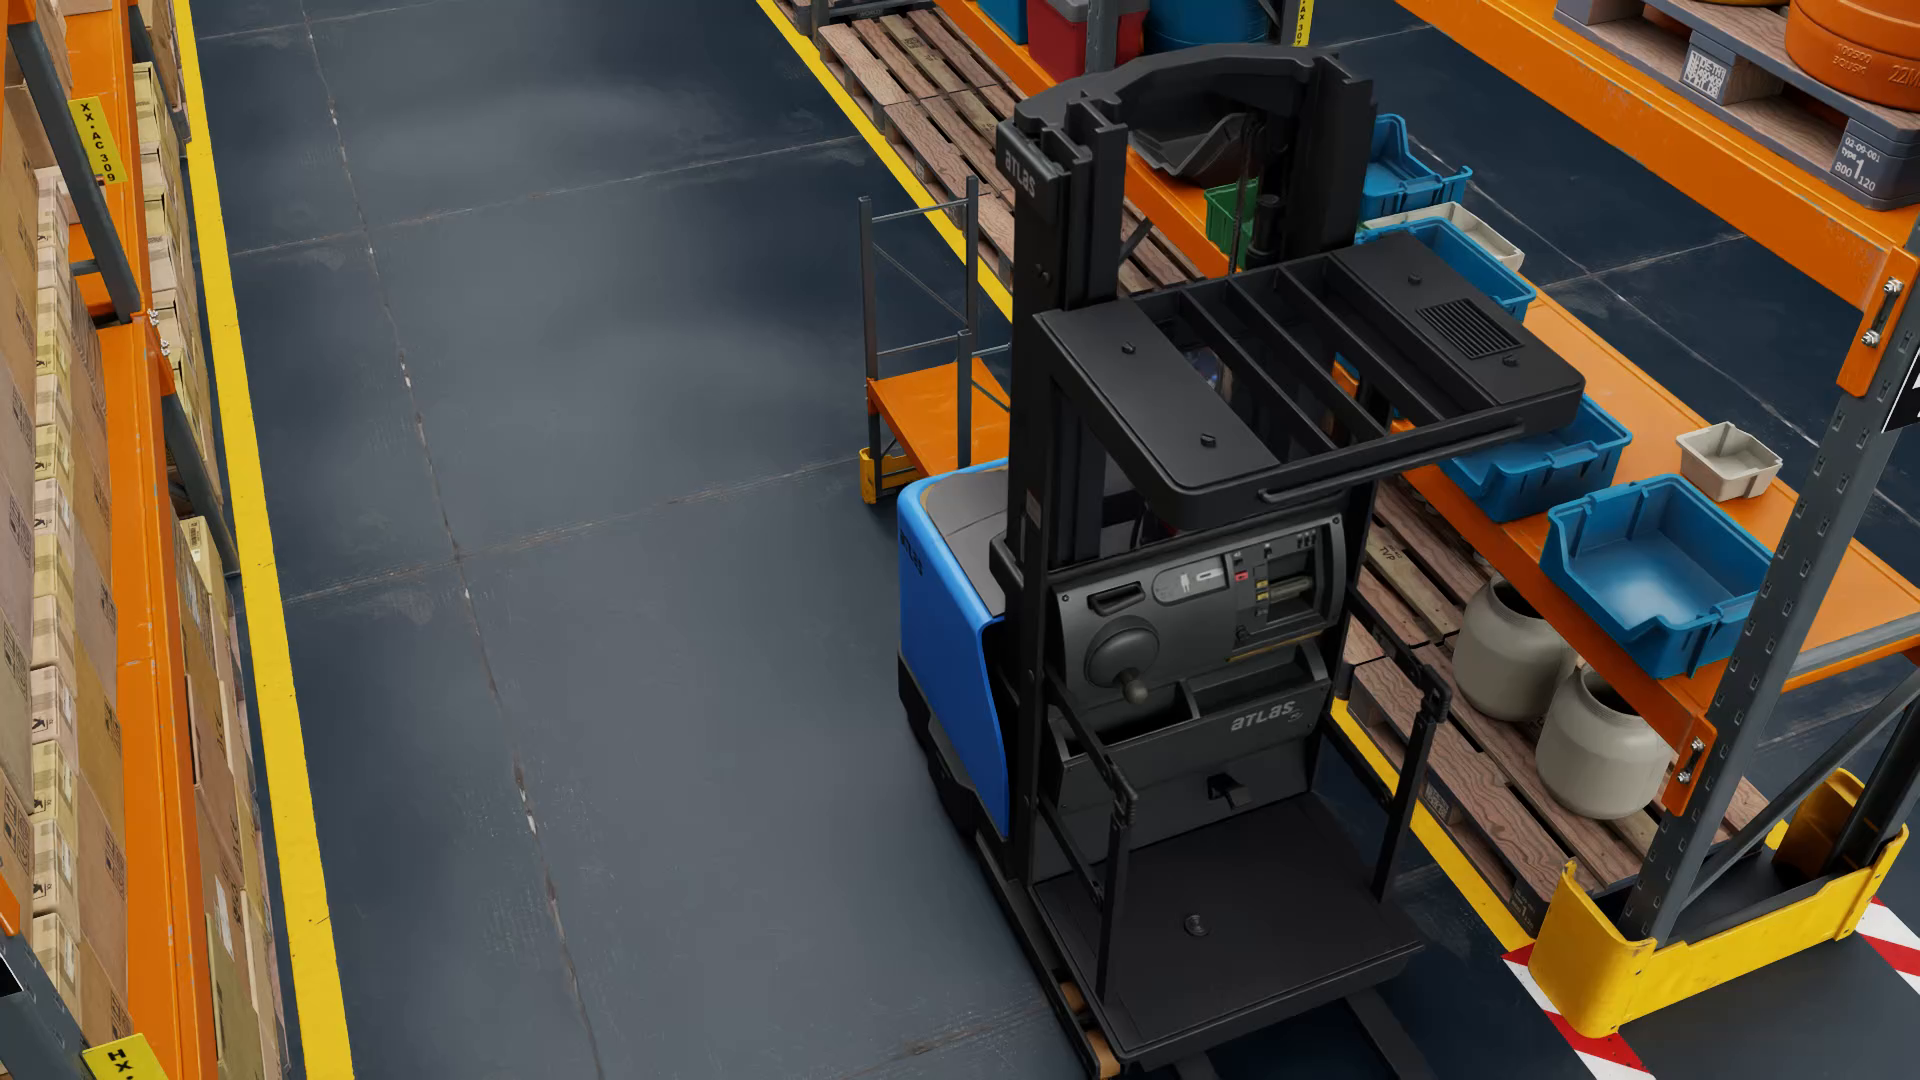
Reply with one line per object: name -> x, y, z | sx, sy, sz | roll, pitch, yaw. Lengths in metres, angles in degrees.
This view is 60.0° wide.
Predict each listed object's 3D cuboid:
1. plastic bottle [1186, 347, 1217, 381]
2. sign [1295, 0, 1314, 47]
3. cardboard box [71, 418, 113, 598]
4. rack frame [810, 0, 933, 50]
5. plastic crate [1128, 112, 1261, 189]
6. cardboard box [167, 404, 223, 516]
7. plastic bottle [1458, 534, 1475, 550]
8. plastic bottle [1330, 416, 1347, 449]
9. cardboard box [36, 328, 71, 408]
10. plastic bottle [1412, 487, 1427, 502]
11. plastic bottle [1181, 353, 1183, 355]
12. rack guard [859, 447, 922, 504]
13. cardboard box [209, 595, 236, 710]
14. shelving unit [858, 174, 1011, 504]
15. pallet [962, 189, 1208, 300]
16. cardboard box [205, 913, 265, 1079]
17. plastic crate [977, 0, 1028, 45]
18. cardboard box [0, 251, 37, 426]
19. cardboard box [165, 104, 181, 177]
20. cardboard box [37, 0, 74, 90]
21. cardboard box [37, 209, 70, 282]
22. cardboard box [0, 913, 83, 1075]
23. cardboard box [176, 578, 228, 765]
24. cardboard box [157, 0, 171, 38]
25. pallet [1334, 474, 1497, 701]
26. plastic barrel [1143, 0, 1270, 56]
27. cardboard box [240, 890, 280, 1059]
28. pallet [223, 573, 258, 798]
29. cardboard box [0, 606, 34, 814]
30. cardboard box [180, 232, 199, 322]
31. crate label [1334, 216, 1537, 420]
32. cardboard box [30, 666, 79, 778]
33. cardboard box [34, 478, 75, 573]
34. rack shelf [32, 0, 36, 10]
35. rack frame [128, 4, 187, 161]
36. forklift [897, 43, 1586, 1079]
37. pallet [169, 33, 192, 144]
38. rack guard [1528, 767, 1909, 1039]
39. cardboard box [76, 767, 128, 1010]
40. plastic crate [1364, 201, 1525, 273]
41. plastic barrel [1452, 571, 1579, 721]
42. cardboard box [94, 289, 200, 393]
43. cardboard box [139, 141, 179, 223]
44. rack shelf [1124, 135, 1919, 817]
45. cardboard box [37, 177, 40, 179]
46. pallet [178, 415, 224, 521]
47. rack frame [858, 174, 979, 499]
plastic bottle -> 1.091, -0.746, 7.511 | 0.144, 0.351, 0.185 | -15, 43, -17
sign -> 1.545, -2.373, 7.496 | 0.100, 0.325, 0.005 | -15, 43, -17
cardboard box -> -2.974, -0.057, 4.938 | 0.700, 0.500, 0.500 | -14, 43, -16
rack frame -> -0.498, -4.547, 10.237 | 1.000, 3.000, 0.127 | -15, 43, -17
plastic crate -> 1.115, -1.767, 7.051 | 0.767, 0.338, 0.504 | -15, 43, -17
cardboard box -> -3.471, -0.325, 7.114 | 0.500, 0.250, 0.500 | -16, 43, -18
plastic bottle -> 2.117, -0.066, 6.835 | 0.097, 0.201, 0.097 | 0, 41, 0
plastic bottle -> 1.702, -0.522, 7.302 | 0.061, 0.283, 0.133 | -15, 43, -17
cardboard box -> -2.856, -0.464, 4.915 | 0.380, 0.149, 0.250 | -15, 43, -17
plastic bottle -> 1.987, -0.297, 7.049 | 0.097, 0.271, 0.097 | 0, 41, 0
plastic bottle -> 0.958, -0.710, 7.469 | 0.144, 0.351, 0.185 | -14, 43, -16
rack guard -> -0.161, -0.349, 7.464 | 0.587, 0.250, 0.087 | -15, 43, -17
cardboard box -> -2.984, 0.508, 6.145 | 0.500, 0.250, 0.500 | -15, 43, -17
shelving unit -> 0.029, -0.523, 6.708 | 0.587, 1.500, 1.083 | -15, 43, -17
pallet -> 0.696, -1.543, 8.883 | 1.003, 0.211, 1.213 | -15, 43, -17
cardboard box -> -2.208, 1.426, 4.503 | 0.500, 0.500, 0.500 | -15, 43, -17
plastic crate -> 0.323, -2.718, 8.122 | 0.392, 0.384, 0.575 | -15, 43, -17
cardboard box -> -2.985, -0.562, 4.531 | 0.700, 0.500, 0.500 | -15, 43, -17
cardboard box -> -4.650, -2.174, 9.264 | 0.500, 0.250, 0.500 | -14, 43, -16
cardboard box -> -4.419, -2.344, 7.599 | 0.500, 0.500, 0.500 | -17, 44, -19
cardboard box -> -3.151, -0.928, 5.454 | 0.380, 0.149, 0.250 | -16, 43, -18
cardboard box -> -1.966, 0.932, 3.291 | 0.380, 0.149, 0.250 | -15, 43, -17
cardboard box -> -2.791, 0.525, 5.551 | 0.500, 0.500, 0.500 | -15, 43, -17
cardboard box -> -5.379, -3.495, 10.594 | 0.500, 0.500, 0.500 | -16, 43, -17
pallet -> 1.721, 0.071, 7.005 | 1.003, 0.211, 1.213 | -15, 43, -17
plastic barrel -> 1.164, -2.635, 7.630 | 0.600, 0.901, 0.708 | -15, 43, -17
cardboard box -> -2.401, 1.409, 5.098 | 0.500, 0.250, 0.500 | -15, 43, -17
pallet -> -3.280, 0.643, 6.340 | 1.003, 0.211, 1.213 | -15, 43, -17
cardboard box -> -2.409, 0.344, 3.477 | 0.700, 0.500, 0.500 | -16, 43, -18
cardboard box -> -4.060, -1.251, 8.191 | 0.500, 0.250, 0.500 | -14, 43, -16
crate label -> 1.608, -0.782, 5.832 | 0.502, 0.435, 0.616 | -15, 43, -17
cardboard box -> -2.259, 0.470, 3.828 | 0.380, 0.149, 0.250 | -16, 43, -18
cardboard box -> -2.554, 0.006, 4.368 | 0.380, 0.149, 0.250 | -15, 43, -16
rack shelf -> -4.311, -2.973, 6.658 | 1.077, 0.370, 4.000 | -15, 43, -17
rack frame -> -5.076, -3.313, 8.802 | 1.000, 3.000, 0.127 | -15, 43, -17
forklift -> 0.794, 0.275, 4.682 | 1.130, 2.935, 3.031 | -15, 43, -17
pallet -> -5.327, -2.715, 10.246 | 1.003, 0.211, 1.213 | -15, 43, -17
rack guard -> 2.490, 1.186, 5.487 | 1.175, 0.500, 0.348 | -15, 43, -17
cardboard box -> -2.387, 0.868, 3.863 | 0.700, 0.500, 0.500 | -14, 43, -16
plastic crate -> 1.887, -1.122, 6.457 | 0.530, 0.136, 0.437 | -15, 43, -17
plastic barrel -> 2.048, 0.377, 6.097 | 0.421, 0.512, 0.421 | 0, 41, 0
cardboard box -> -3.660, -0.847, 7.291 | 0.500, 0.311, 0.500 | -16, 43, -17
cardboard box -> -4.253, -1.772, 8.367 | 0.500, 0.311, 0.500 | -15, 43, -17
rack shelf -> 1.797, -0.660, 6.268 | 1.077, 0.370, 4.000 | -15, 43, -17
cardboard box -> -3.775, -1.132, 6.381 | 0.500, 0.250, 0.500 | -13, 42, -14
pallet -> -3.864, -0.280, 7.414 | 1.003, 0.211, 1.213 | -15, 43, -17
rack frame -> -0.162, -0.823, 7.057 | 0.500, 1.500, 0.032 | -15, 43, -17
